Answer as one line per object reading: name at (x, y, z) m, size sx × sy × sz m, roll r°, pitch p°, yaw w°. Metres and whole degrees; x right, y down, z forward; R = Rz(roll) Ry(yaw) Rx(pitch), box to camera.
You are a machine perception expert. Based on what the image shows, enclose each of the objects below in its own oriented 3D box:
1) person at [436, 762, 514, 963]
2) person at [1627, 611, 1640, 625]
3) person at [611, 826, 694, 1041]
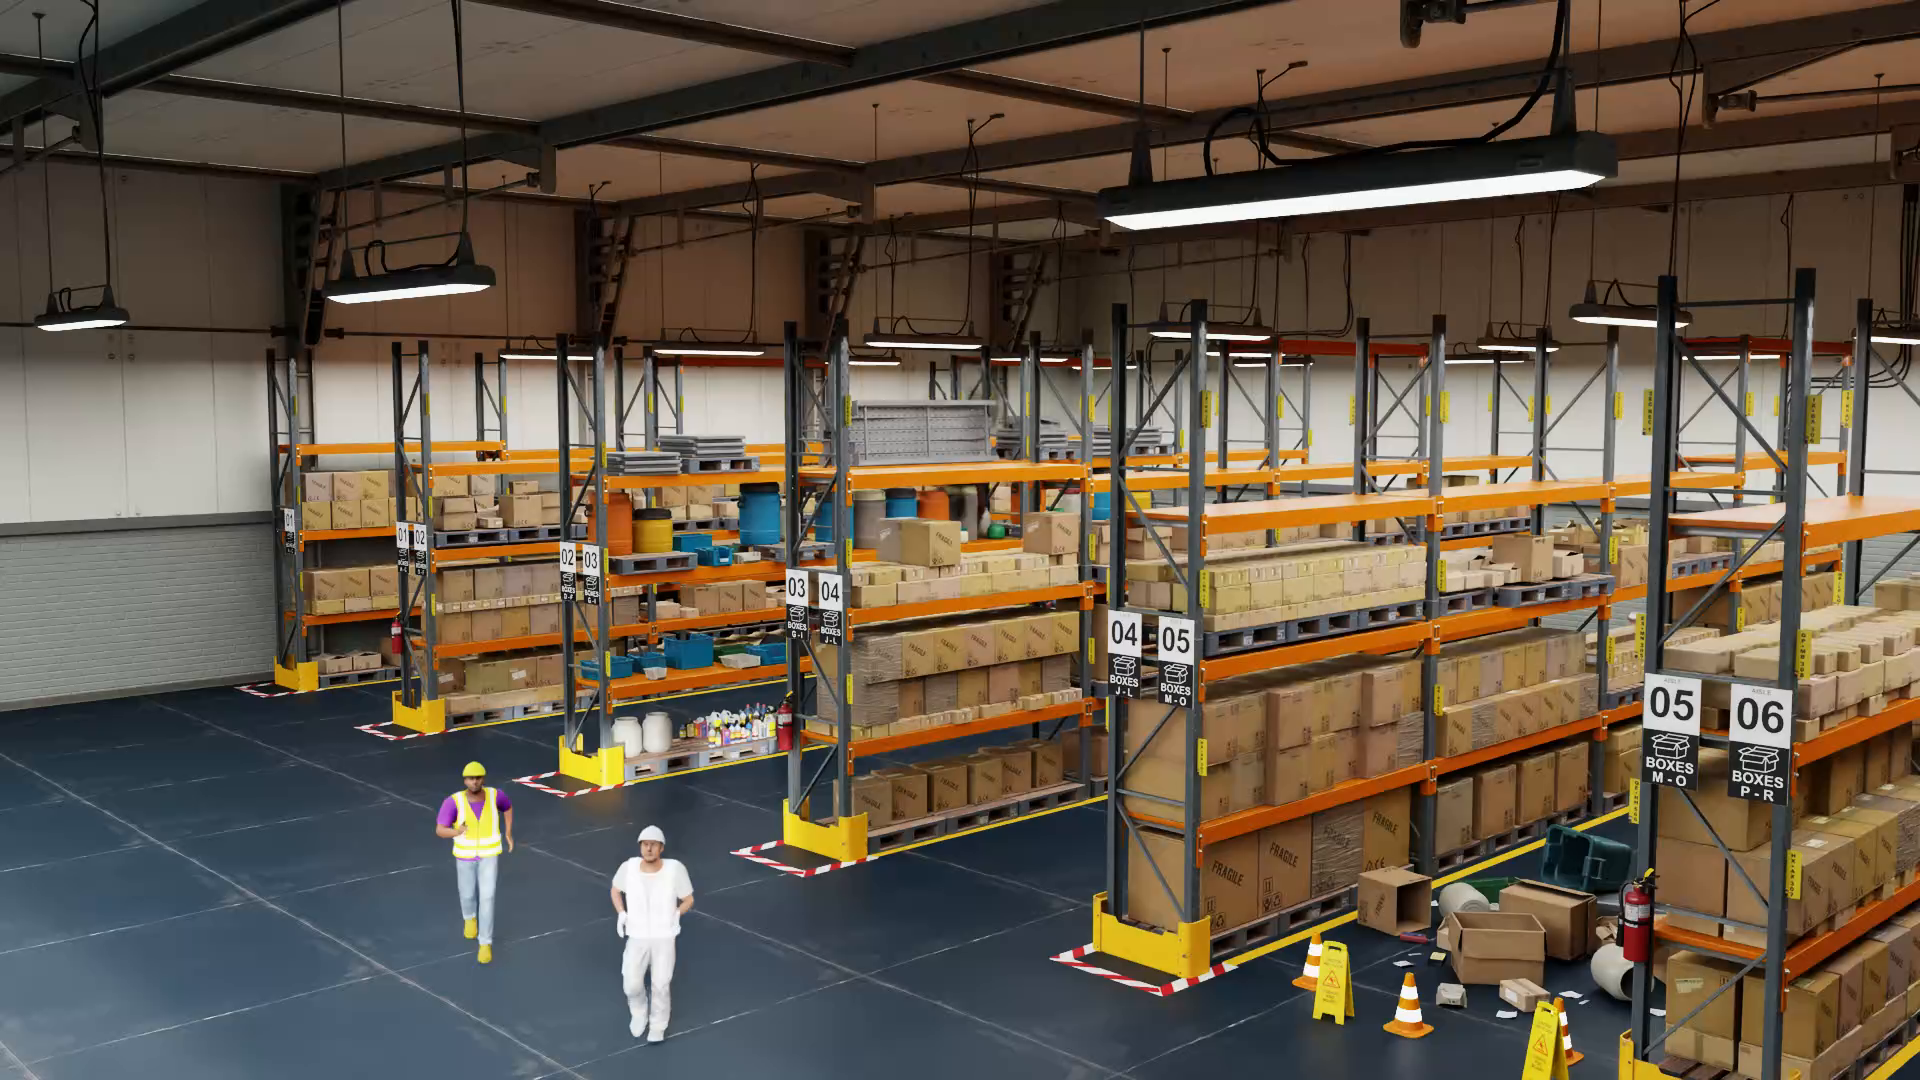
person at (-4.475, 2.913, 15.374) m, size 0.691 × 1.758 × 0.983 m, roll -2°, pitch 5°, yaw -17°
person at (10.593, 2.025, 26.224) m, size 0.747 × 1.811 × 0.635 m, roll -4°, pitch 6°, yaw -39°
person at (-2.457, 3.146, 13.184) m, size 0.679 × 1.738 × 0.599 m, roll 0°, pitch 5°, yaw -3°
